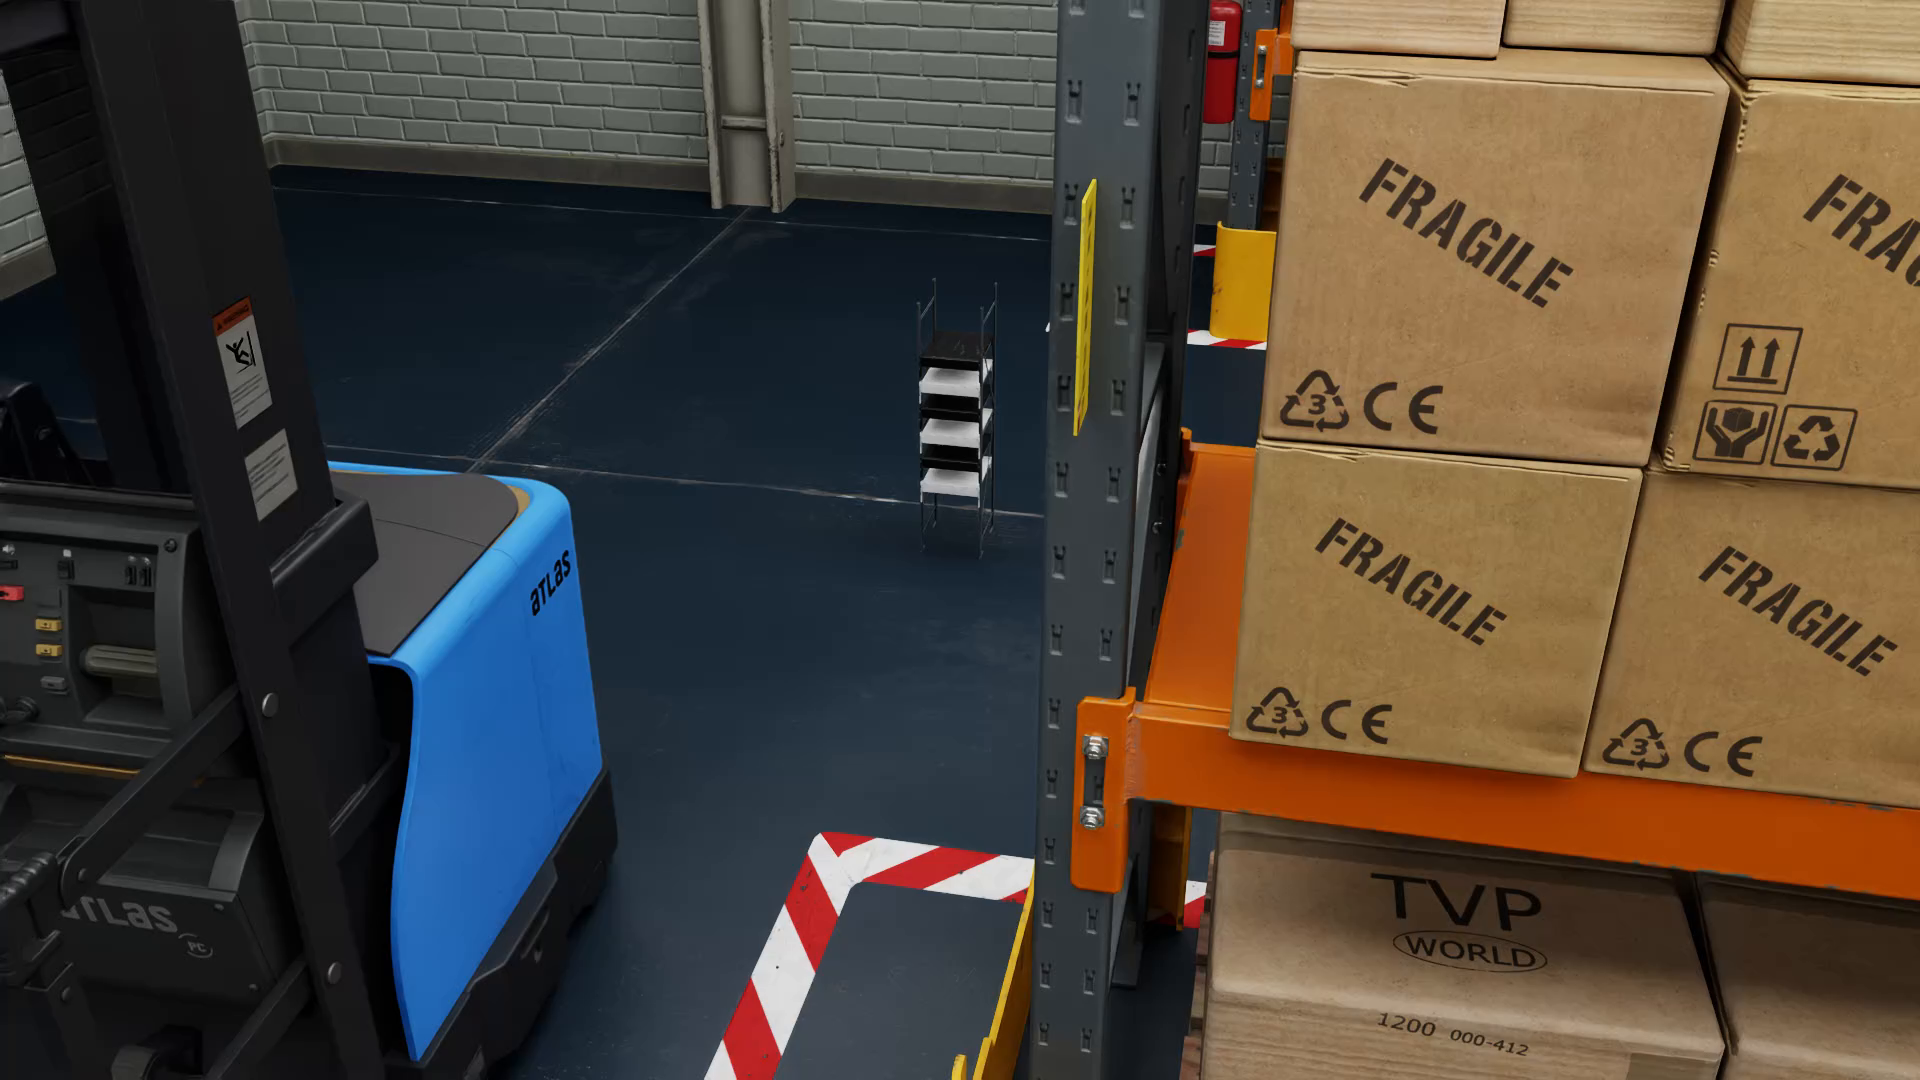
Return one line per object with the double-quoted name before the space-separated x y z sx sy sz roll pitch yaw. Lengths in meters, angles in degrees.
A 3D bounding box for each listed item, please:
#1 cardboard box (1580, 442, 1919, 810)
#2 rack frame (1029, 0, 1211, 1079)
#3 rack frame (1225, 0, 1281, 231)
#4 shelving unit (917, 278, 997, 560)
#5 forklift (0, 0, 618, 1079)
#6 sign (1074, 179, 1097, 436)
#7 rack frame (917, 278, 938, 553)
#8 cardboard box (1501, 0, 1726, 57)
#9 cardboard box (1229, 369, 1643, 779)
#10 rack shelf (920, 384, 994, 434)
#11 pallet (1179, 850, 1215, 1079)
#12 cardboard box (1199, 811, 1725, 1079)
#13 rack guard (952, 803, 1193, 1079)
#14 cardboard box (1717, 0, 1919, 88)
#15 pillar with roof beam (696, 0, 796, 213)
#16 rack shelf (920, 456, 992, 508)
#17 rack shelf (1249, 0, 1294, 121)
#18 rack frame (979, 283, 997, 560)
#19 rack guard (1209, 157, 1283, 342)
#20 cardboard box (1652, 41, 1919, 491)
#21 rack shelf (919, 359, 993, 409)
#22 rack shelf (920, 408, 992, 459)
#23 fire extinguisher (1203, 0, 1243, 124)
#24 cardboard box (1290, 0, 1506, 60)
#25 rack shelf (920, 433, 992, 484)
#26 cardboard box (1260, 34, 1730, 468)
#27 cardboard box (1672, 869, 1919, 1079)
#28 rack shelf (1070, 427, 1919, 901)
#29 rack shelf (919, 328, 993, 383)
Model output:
"cardboard box" 1.197 0.027 2.472 0.500 0.500 0.500 5 29 10
"rack frame" 0.287 -0.149 2.899 0.127 3.000 1.000 6 29 11
"rack frame" 1.320 -2.481 7.158 0.127 3.000 1.000 6 29 11
"shelving unit" -0.008 -0.396 5.535 0.210 0.900 0.258 6 29 11
"forklift" -1.643 0.174 2.381 1.130 2.935 3.031 5 29 9
"sign" 0.165 -0.304 2.198 0.005 0.325 0.100 6 29 11
"rack frame" -0.107 -0.406 5.554 0.006 0.900 0.240 6 29 11
"cardboard box" 0.847 -0.758 2.190 0.250 0.149 0.380 7 29 12
"cardboard box" 0.696 -0.010 2.541 0.500 0.500 0.500 6 29 10
"rack shelf" -0.008 -0.445 5.508 0.200 0.077 0.258 6 29 11
"pallet" 1.085 1.117 3.490 1.213 0.211 1.003 6 29 11
"cardboard box" 0.953 0.809 3.379 0.875 0.438 0.875 5 29 9
"rack guard" 0.263 0.945 3.504 0.348 0.500 1.175 6 29 11
"cardboard box" 1.078 -0.678 2.044 0.250 0.149 0.380 7 29 12
"pillar with roof beam" -2.028 -3.784 3.292 0.400 9.000 9.100 6 29 11
"rack shelf" -0.008 -0.208 5.638 0.200 0.077 0.258 6 29 11
"rack shelf" 3.276 -1.965 6.964 4.000 0.370 1.077 6 29 11
"rack frame" 0.091 -0.385 5.517 0.006 0.900 0.240 6 29 11
"rack guard" 1.394 -1.377 7.744 0.348 0.500 1.175 6 29 11
"cardboard box" 1.204 -0.401 2.214 0.500 0.500 0.500 5 29 9
"rack shelf" -0.008 -0.524 5.465 0.200 0.077 0.258 6 29 11
"rack shelf" -0.008 -0.366 5.551 0.200 0.077 0.258 6 29 11
"fire extinguisher" 1.079 -2.081 6.897 0.183 0.674 0.296 6 29 11
"cardboard box" 0.576 -0.751 2.177 0.250 0.149 0.380 6 29 12
"rack shelf" -0.008 -0.287 5.595 0.200 0.077 0.258 6 29 11
"cardboard box" 0.697 -0.450 2.303 0.500 0.500 0.500 5 29 9
"cardboard box" 1.850 0.897 3.218 0.875 0.438 0.875 7 29 12
"rack shelf" 2.243 0.367 2.706 4.000 0.370 1.077 6 29 11
"rack shelf" -0.008 -0.603 5.422 0.200 0.077 0.258 6 29 11
